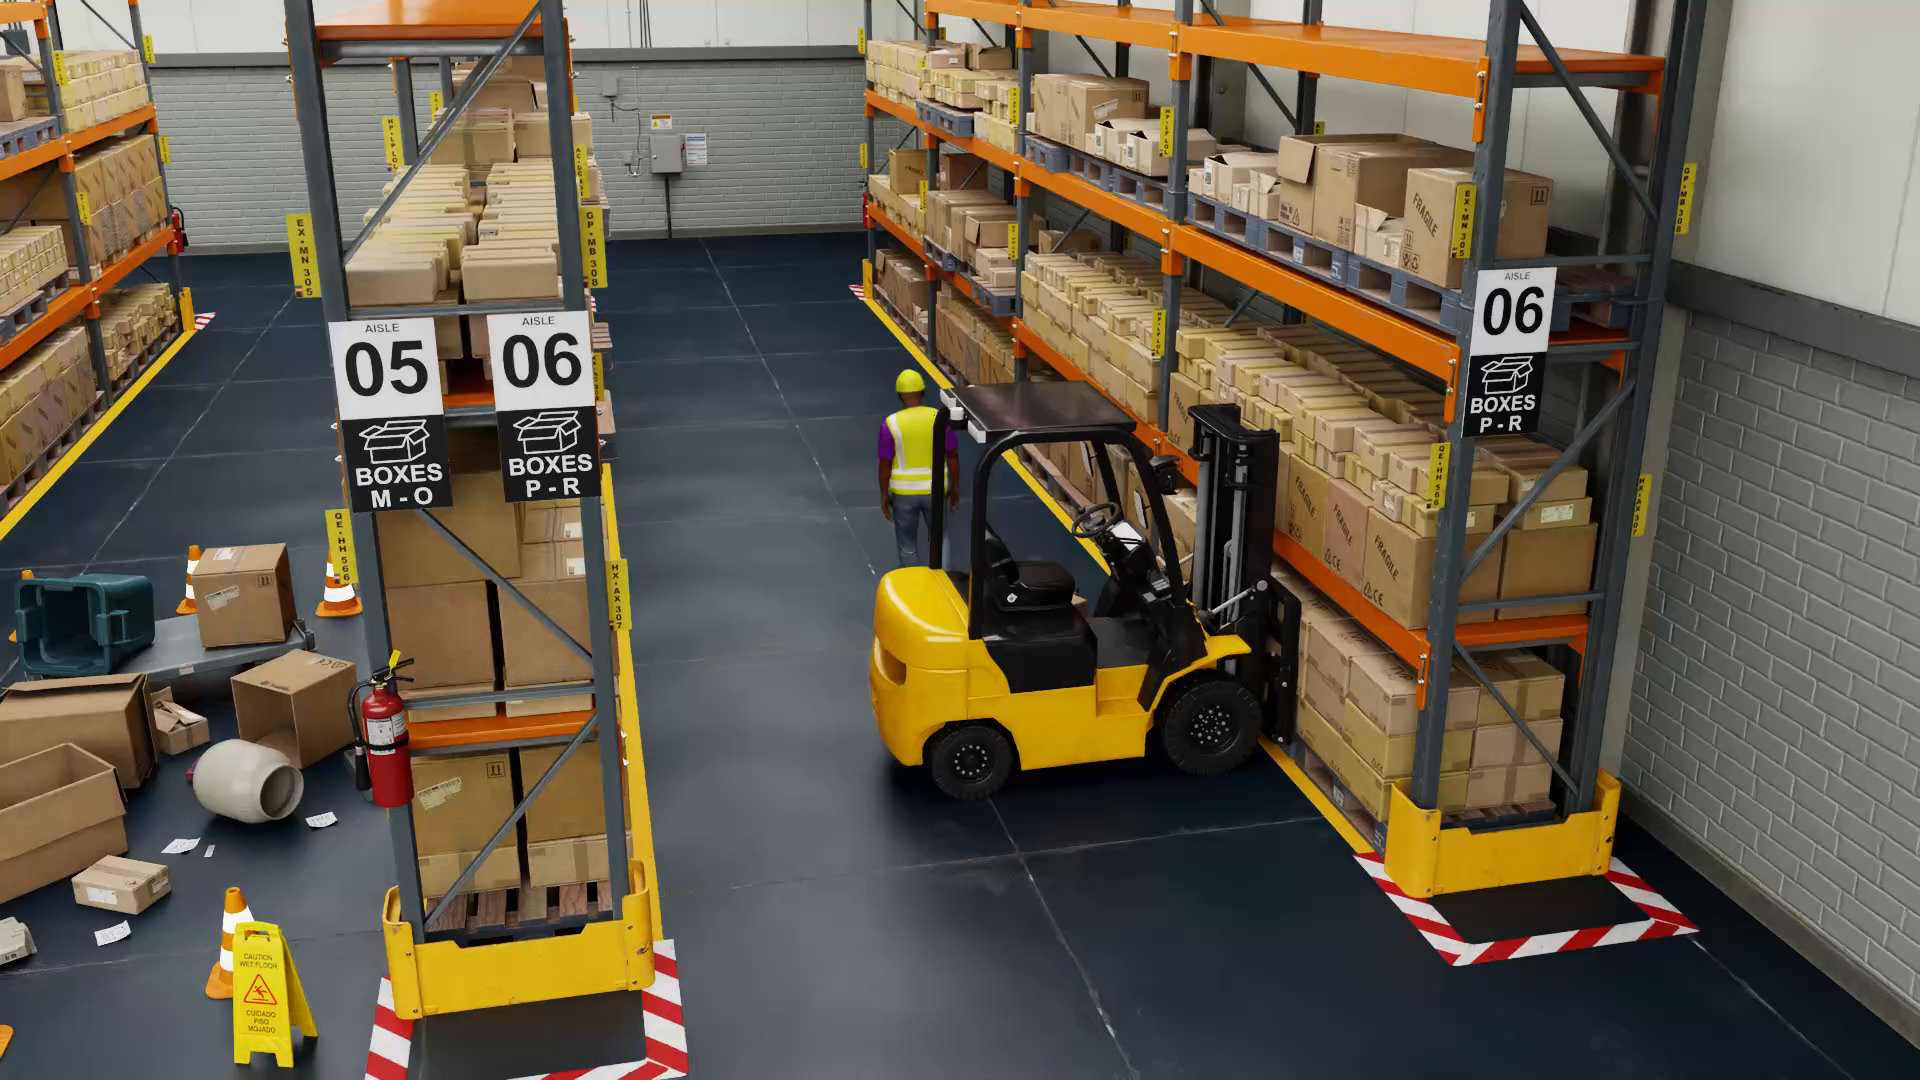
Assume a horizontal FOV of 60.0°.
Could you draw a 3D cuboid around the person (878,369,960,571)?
[{"bbox_3d":[-0.277,-0.321,11.862,0.592,1.760,0.644,-5,20,-13],"label":"person"}]
